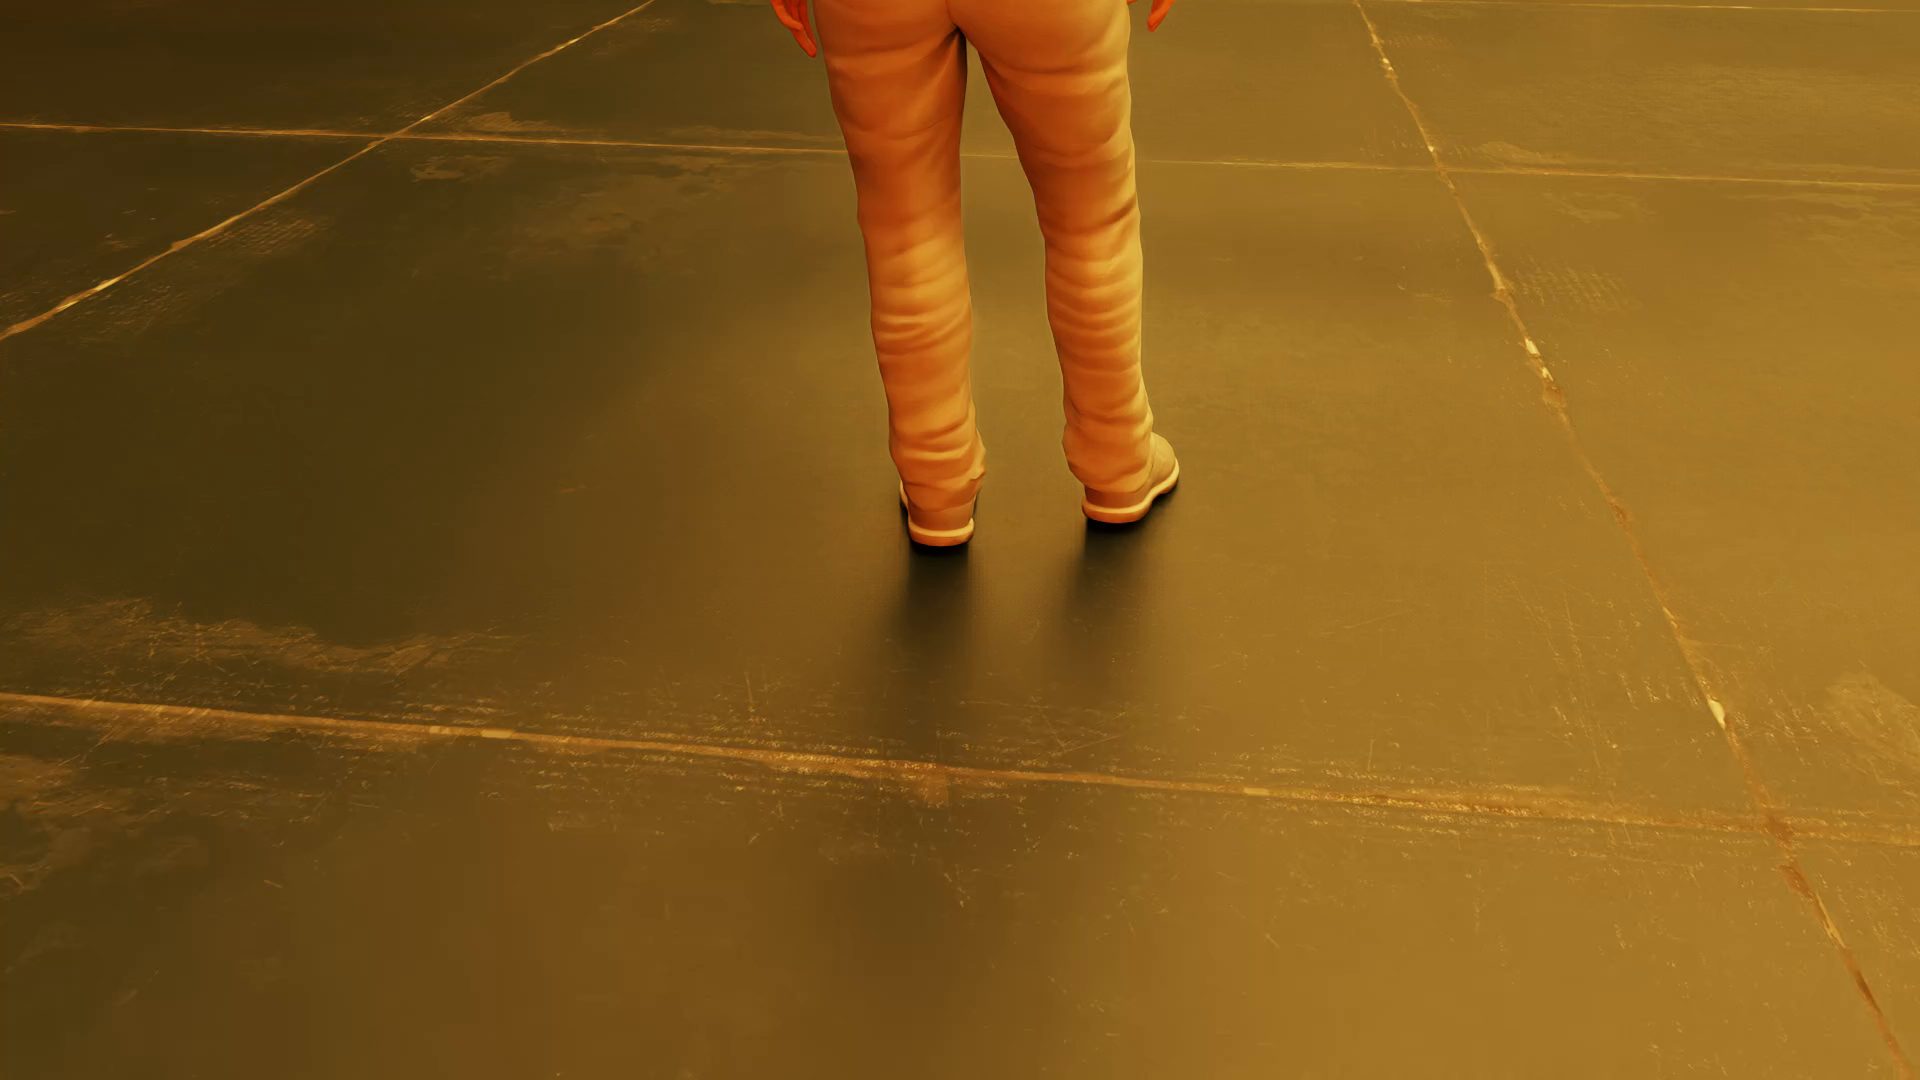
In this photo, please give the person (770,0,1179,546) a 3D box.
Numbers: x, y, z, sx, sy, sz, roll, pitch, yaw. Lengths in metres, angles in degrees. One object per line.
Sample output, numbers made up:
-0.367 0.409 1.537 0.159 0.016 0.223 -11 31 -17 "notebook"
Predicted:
0.033 -0.785 2.191 0.598 1.670 0.527 3 27 7 "person"
